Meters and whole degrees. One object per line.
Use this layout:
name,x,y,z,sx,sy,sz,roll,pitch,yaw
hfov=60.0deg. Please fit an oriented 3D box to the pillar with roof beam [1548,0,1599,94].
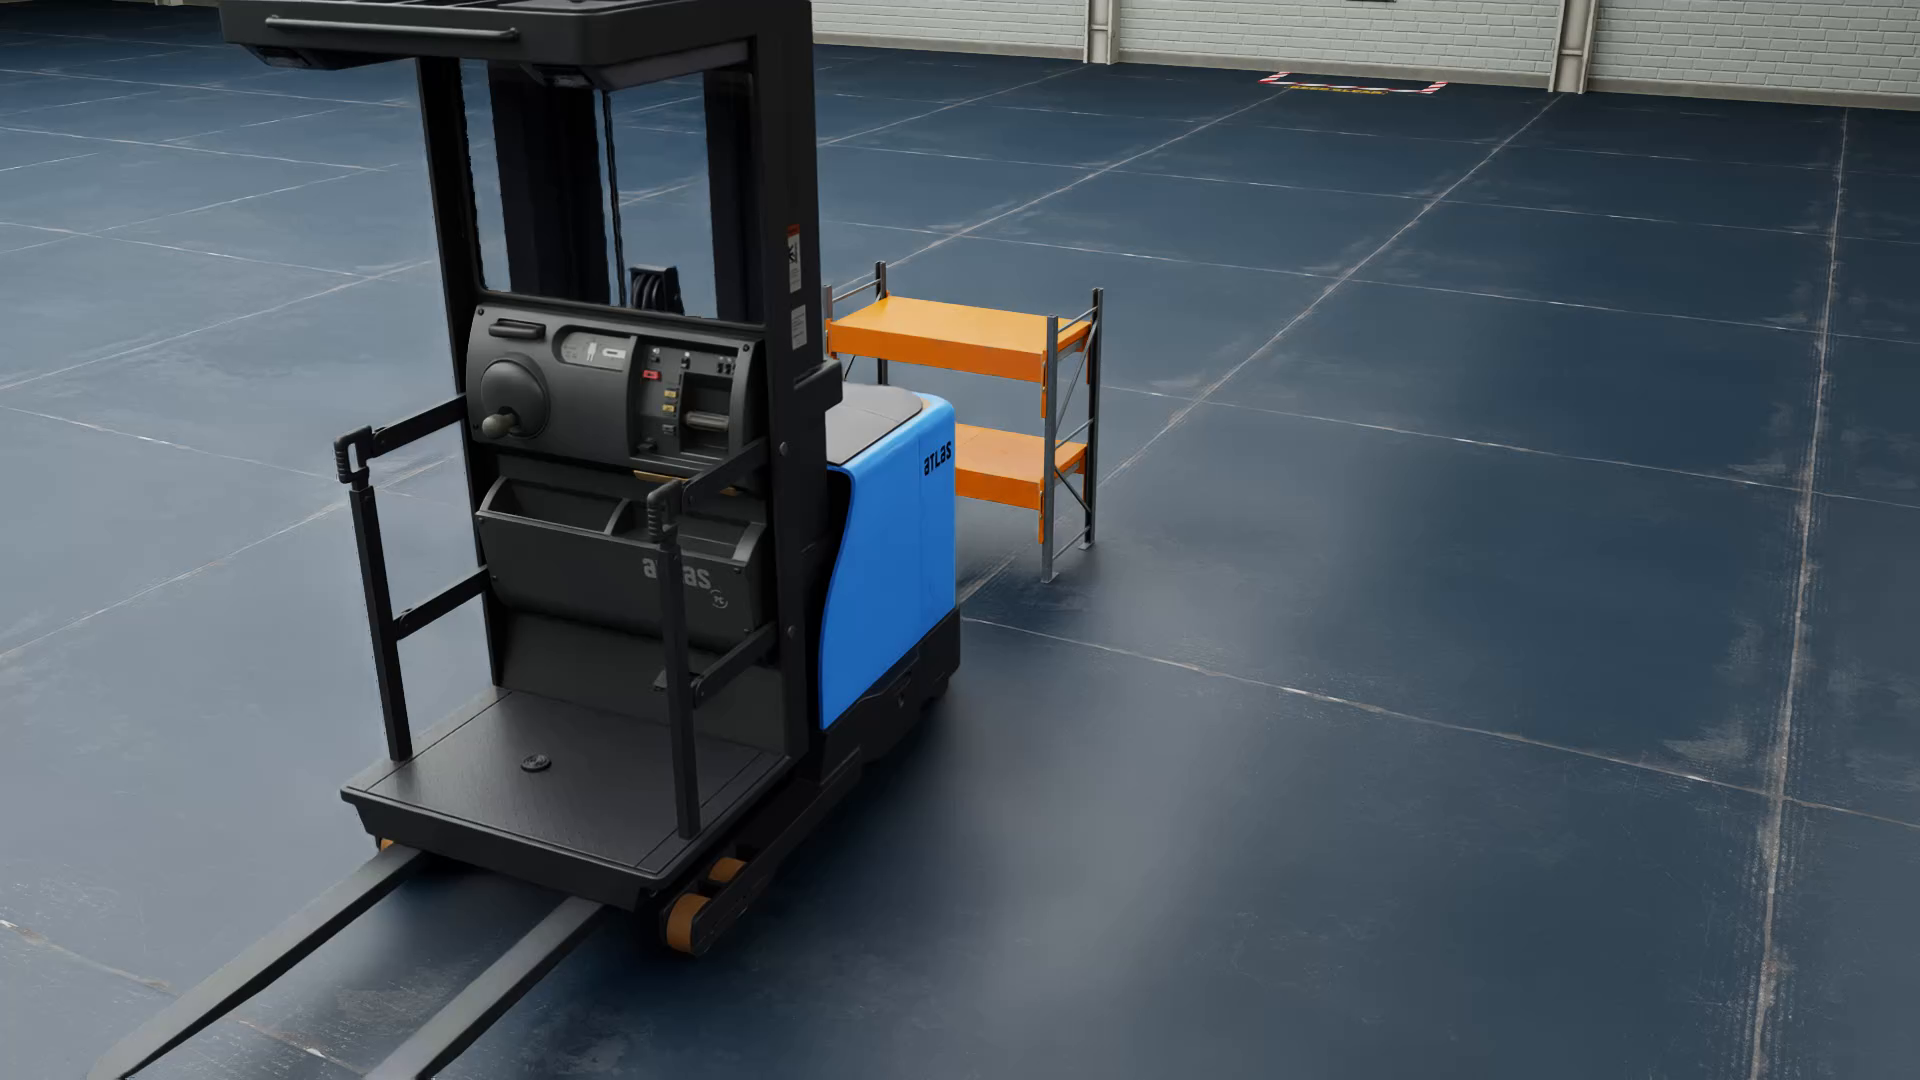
pillar with roof beam,5.308,-7.999,14.560,0.400,9.000,9.100,11,25,25

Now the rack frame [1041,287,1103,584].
rack frame,0.460,-0.427,6.816,0.032,1.125,0.500,11,25,25

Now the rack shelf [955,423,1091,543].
rack shelf,0.006,-0.291,7.123,1.000,0.278,0.538,11,25,25

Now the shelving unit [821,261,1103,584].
shelving unit,0.006,-0.516,7.027,1.048,1.125,0.538,11,25,25

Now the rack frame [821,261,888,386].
rack frame,-0.448,-0.606,7.238,0.032,1.125,0.500,11,25,25

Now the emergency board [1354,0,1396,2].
emergency board,5.063,-7.199,20.345,0.626,1.169,0.157,11,25,25

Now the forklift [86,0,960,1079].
forklift,-1.068,-0.401,4.448,1.130,2.935,3.031,10,25,22

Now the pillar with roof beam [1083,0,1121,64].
pillar with roof beam,-0.047,-9.058,17.051,0.400,9.000,9.100,11,25,25

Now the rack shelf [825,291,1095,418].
rack shelf,0.006,-0.786,6.913,1.000,0.278,0.538,11,25,25

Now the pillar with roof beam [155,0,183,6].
pillar with roof beam,-16.110,-12.236,24.525,0.400,9.000,9.100,11,25,25
